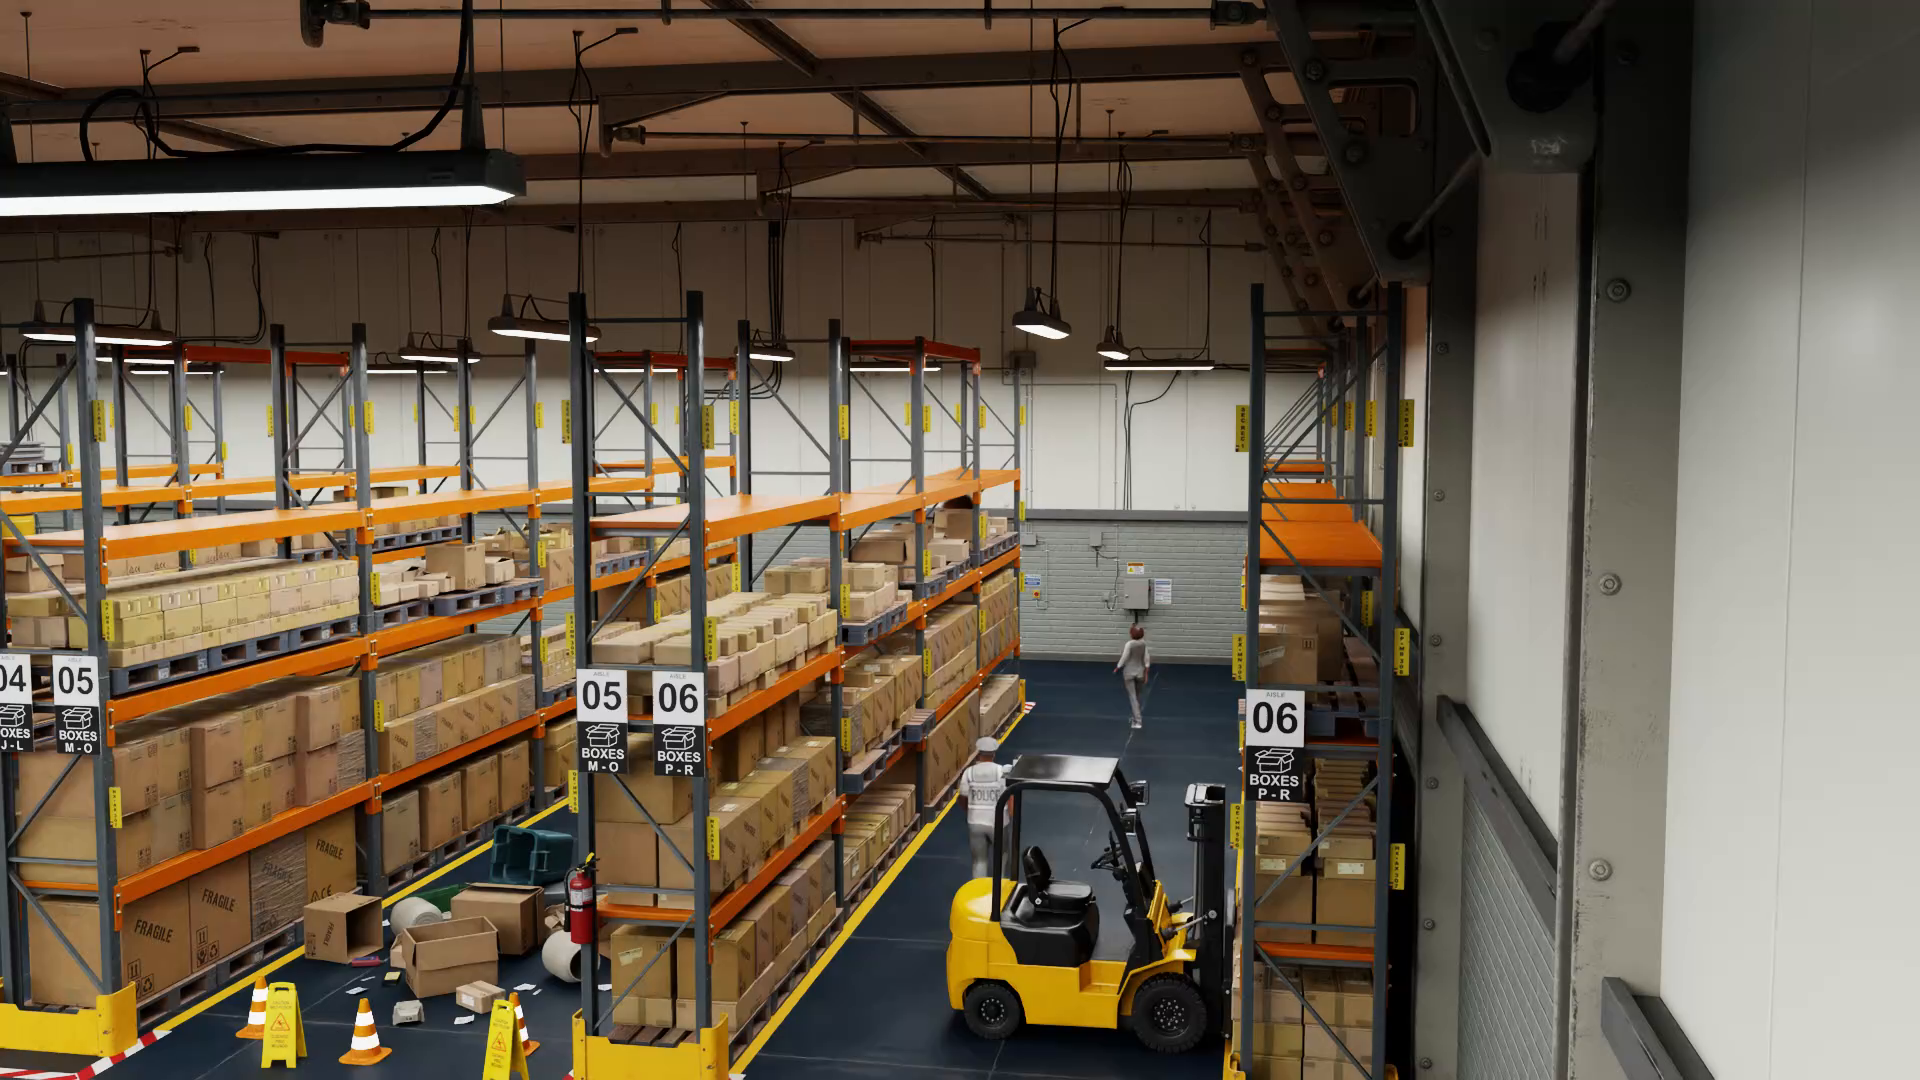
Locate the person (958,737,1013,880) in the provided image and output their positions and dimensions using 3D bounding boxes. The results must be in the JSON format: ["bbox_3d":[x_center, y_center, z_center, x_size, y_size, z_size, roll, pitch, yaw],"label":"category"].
[{"bbox_3d":[0.296,2.952,17.155,0.645,1.815,0.727,1,5,10],"label":"person"}]

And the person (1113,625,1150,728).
[{"bbox_3d":[2.620,2.055,25.299,0.524,1.551,0.876,-1,5,-10],"label":"person"}]
